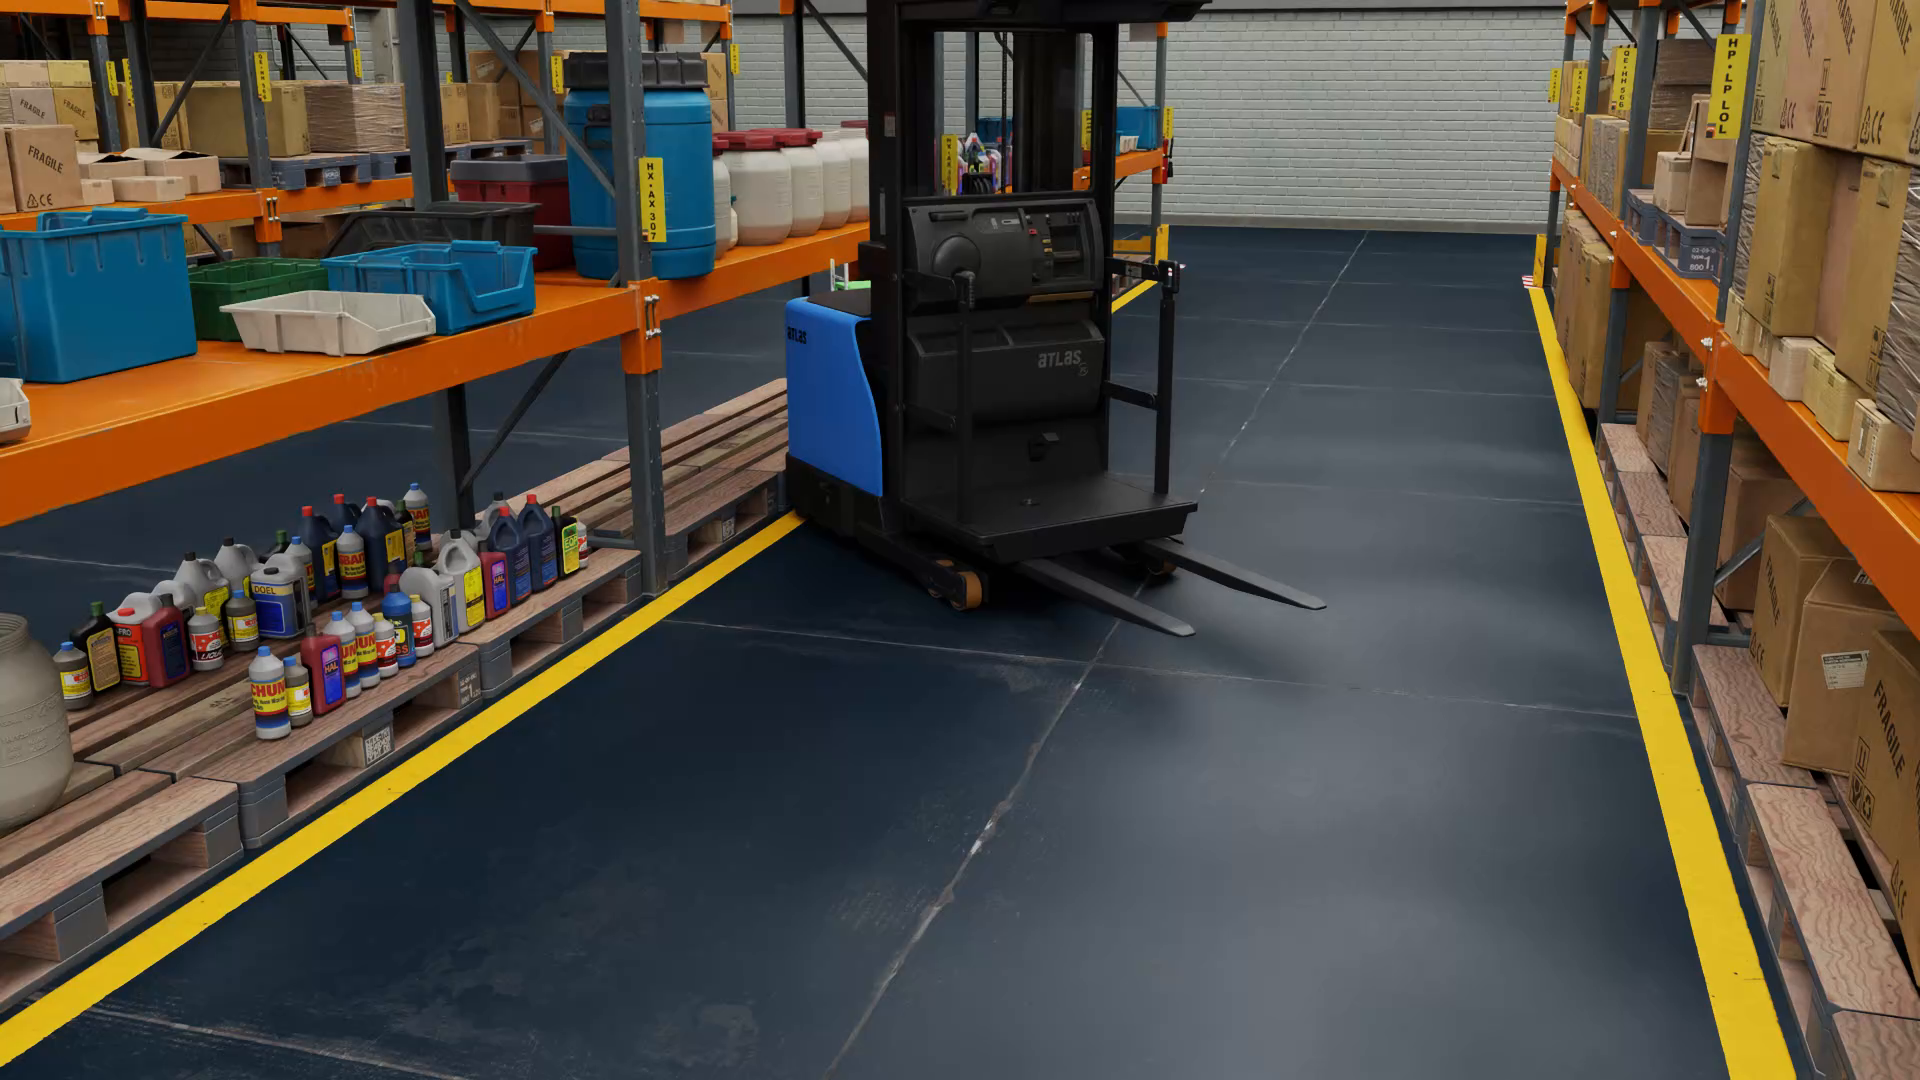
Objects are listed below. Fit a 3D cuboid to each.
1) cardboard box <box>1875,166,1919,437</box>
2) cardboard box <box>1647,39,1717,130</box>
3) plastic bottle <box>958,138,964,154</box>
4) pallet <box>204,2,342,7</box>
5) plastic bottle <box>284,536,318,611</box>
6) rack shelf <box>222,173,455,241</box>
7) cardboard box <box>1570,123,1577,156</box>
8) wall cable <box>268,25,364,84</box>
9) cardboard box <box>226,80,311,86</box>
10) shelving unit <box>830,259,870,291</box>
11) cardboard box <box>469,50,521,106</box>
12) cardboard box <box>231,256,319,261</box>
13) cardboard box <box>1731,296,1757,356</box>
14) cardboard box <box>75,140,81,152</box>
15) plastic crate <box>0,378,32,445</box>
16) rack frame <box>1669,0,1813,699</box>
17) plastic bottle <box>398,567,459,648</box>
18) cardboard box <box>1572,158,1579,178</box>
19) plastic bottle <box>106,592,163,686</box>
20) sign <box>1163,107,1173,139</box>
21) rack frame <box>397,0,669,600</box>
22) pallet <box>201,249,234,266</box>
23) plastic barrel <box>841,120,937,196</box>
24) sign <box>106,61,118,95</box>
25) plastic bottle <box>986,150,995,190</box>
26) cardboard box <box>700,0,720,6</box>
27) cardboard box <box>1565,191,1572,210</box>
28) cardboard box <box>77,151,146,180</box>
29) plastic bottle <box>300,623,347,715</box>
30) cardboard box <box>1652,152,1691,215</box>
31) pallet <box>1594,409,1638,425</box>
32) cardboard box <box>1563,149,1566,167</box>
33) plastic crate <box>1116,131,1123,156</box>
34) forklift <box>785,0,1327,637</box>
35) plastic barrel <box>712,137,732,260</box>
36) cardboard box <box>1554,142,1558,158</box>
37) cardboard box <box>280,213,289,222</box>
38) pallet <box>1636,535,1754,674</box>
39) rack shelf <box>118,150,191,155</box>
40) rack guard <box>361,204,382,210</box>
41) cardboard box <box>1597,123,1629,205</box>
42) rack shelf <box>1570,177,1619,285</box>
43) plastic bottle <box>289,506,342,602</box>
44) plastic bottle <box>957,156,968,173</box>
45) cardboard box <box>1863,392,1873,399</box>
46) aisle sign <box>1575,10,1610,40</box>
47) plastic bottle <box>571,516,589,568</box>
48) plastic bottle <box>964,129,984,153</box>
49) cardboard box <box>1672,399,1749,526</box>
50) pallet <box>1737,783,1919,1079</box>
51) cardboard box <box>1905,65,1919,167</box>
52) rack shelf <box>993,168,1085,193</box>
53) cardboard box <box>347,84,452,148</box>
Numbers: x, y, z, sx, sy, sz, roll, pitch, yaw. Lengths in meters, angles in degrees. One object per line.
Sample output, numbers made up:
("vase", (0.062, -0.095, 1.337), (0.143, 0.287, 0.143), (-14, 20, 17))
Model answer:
("cardboard box", (2.272, -0.419, 3.082), (0.875, 0.500, 0.500), (5, 16, 16))
("cardboard box", (4.376, -2.632, 9.591), (0.797, 0.503, 0.637), (5, 17, 18))
("plastic bottle", (-0.011, -3.188, 13.787), (0.061, 0.283, 0.133), (5, 16, 16))
("pallet", (-8.022, -6.362, 19.429), (1.003, 0.211, 1.213), (5, 16, 16))
("plastic bottle", (-2.420, 0.122, 6.097), (0.097, 0.271, 0.097), (0, 16, 0))
("rack shelf", (-4.776, -2.858, 13.726), (1.077, 0.370, 4.000), (5, 16, 16))
("cardboard box", (5.308, -3.300, 13.698), (0.500, 0.250, 0.500), (5, 17, 18))
("wall cable", (-8.365, -6.054, 21.815), (0.084, 1.984, 1.851), (5, 16, 16))
("cardboard box", (-8.153, -4.976, 19.325), (0.980, 0.700, 0.700), (4, 16, 15))
("shelving unit", (-0.385, -0.853, 8.638), (0.503, 1.200, 0.258), (-7, 17, -22))
("cardboard box", (-4.312, -4.409, 15.860), (0.500, 0.500, 0.500), (5, 17, 16))
("cardboard box", (-5.304, -1.953, 12.991), (0.500, 0.500, 0.500), (5, 17, 18))
("cardboard box", (2.583, -0.647, 5.073), (0.380, 0.149, 0.250), (5, 16, 16))
("cardboard box", (-8.832, -3.821, 16.227), (0.380, 0.149, 0.250), (5, 17, 17))
("plastic crate", (-2.307, -0.285, 3.820), (0.298, 0.136, 0.250), (5, 16, 16))
("rack frame", (3.016, -0.865, 5.382), (1.000, 3.000, 0.127), (5, 16, 16))
("plastic bottle", (-1.836, 0.217, 5.751), (0.152, 0.276, 0.135), (5, 17, 17))
("cardboard box", (5.062, -2.942, 13.166), (0.380, 0.149, 0.250), (5, 17, 16))
("plastic bottle", (-2.670, 0.318, 5.397), (0.152, 0.276, 0.135), (5, 17, 16))
("sign", (2.209, -4.429, 17.647), (0.100, 0.325, 0.005), (5, 16, 16))
("rack frame", (-1.733, -1.249, 6.736), (1.000, 3.000, 0.127), (5, 16, 16))
("pallet", (-8.322, -3.282, 19.013), (1.003, 0.211, 1.213), (5, 16, 16))
("plastic barrel", (-0.438, -2.216, 9.896), (0.600, 0.536, 0.708), (5, 16, 16))
("sign", (-8.435, -4.590, 16.537), (0.100, 0.325, 0.005), (5, 16, 16))
("plastic bottle", (0.209, -2.626, 11.806), (0.061, 0.283, 0.133), (5, 16, 16))
("cardboard box", (-2.964, -5.990, 18.228), (0.500, 0.250, 0.500), (5, 16, 16))
("cardboard box", (6.321, -3.011, 16.071), (0.875, 0.875, 0.875), (5, 16, 16))
("cardboard box", (-5.784, -2.419, 11.024), (0.500, 0.311, 0.500), (4, 16, 15))
("plastic bottle", (-1.974, 0.385, 5.148), (0.061, 0.283, 0.133), (5, 17, 17))
("cardboard box", (3.455, -1.621, 7.552), (0.500, 0.250, 0.500), (4, 16, 14))
("pallet", (4.449, -0.770, 10.159), (1.003, 0.211, 1.213), (5, 16, 16))
("cardboard box", (5.500, -3.345, 14.586), (0.380, 0.149, 0.250), (5, 17, 17))
("plastic crate", (1.339, -3.780, 15.855), (0.416, 0.233, 0.300), (5, 16, 16))
("forklift", (0.313, -1.262, 6.908), (1.130, 2.935, 3.031), (-9, 18, -29))
("plastic barrel", (-1.251, -1.548, 7.540), (0.433, 0.535, 0.433), (0, 16, 0))
("cardboard box", (5.937, -3.749, 16.011), (0.380, 0.149, 0.250), (4, 16, 15))
("cardboard box", (-8.209, -3.703, 19.199), (0.700, 0.500, 0.500), (4, 16, 14))
("pallet", (3.235, 0.273, 6.481), (1.003, 0.211, 1.213), (5, 16, 16))
("rack shelf", (-8.390, -4.288, 18.767), (1.077, 0.370, 4.000), (5, 16, 16))
("rack guard", (-7.815, -3.961, 20.877), (1.175, 0.500, 0.348), (5, 16, 16))
("cardboard box", (4.347, -2.374, 10.519), (0.500, 0.500, 0.500), (4, 16, 14))
("rack shelf", (4.721, -2.089, 11.015), (1.077, 0.370, 4.000), (5, 16, 16))
("plastic bottle", (-2.414, 0.042, 6.233), (0.144, 0.351, 0.185), (4, 16, 14))
("plastic bottle", (-0.032, -2.445, 11.180), (0.152, 0.276, 0.135), (5, 16, 16))
("cardboard box", (2.225, -0.249, 3.670), (0.380, 0.149, 0.250), (5, 16, 16))
("aisle sign", (6.159, -5.297, 16.244), (0.394, 0.787, 0.004), (5, 16, 16))
("plastic bottle", (-1.538, 0.005, 6.638), (0.097, 0.201, 0.097), (0, 16, 0))
("plastic bottle", (0.118, -3.241, 13.849), (0.144, 0.351, 0.185), (5, 16, 16))
("cardboard box", (3.523, -0.303, 7.175), (0.700, 0.500, 0.500), (3, 16, 11))
("pallet", (2.514, 0.975, 4.005), (1.003, 0.211, 1.213), (5, 16, 16))
("cardboard box", (2.079, -0.916, 3.000), (0.500, 0.500, 0.500), (5, 16, 16))
("rack shelf", (-0.028, -2.473, 12.369), (1.077, 0.370, 4.000), (5, 16, 16))
("cardboard box", (-4.651, -3.510, 13.756), (0.700, 0.500, 0.500), (1, 16, 2))
